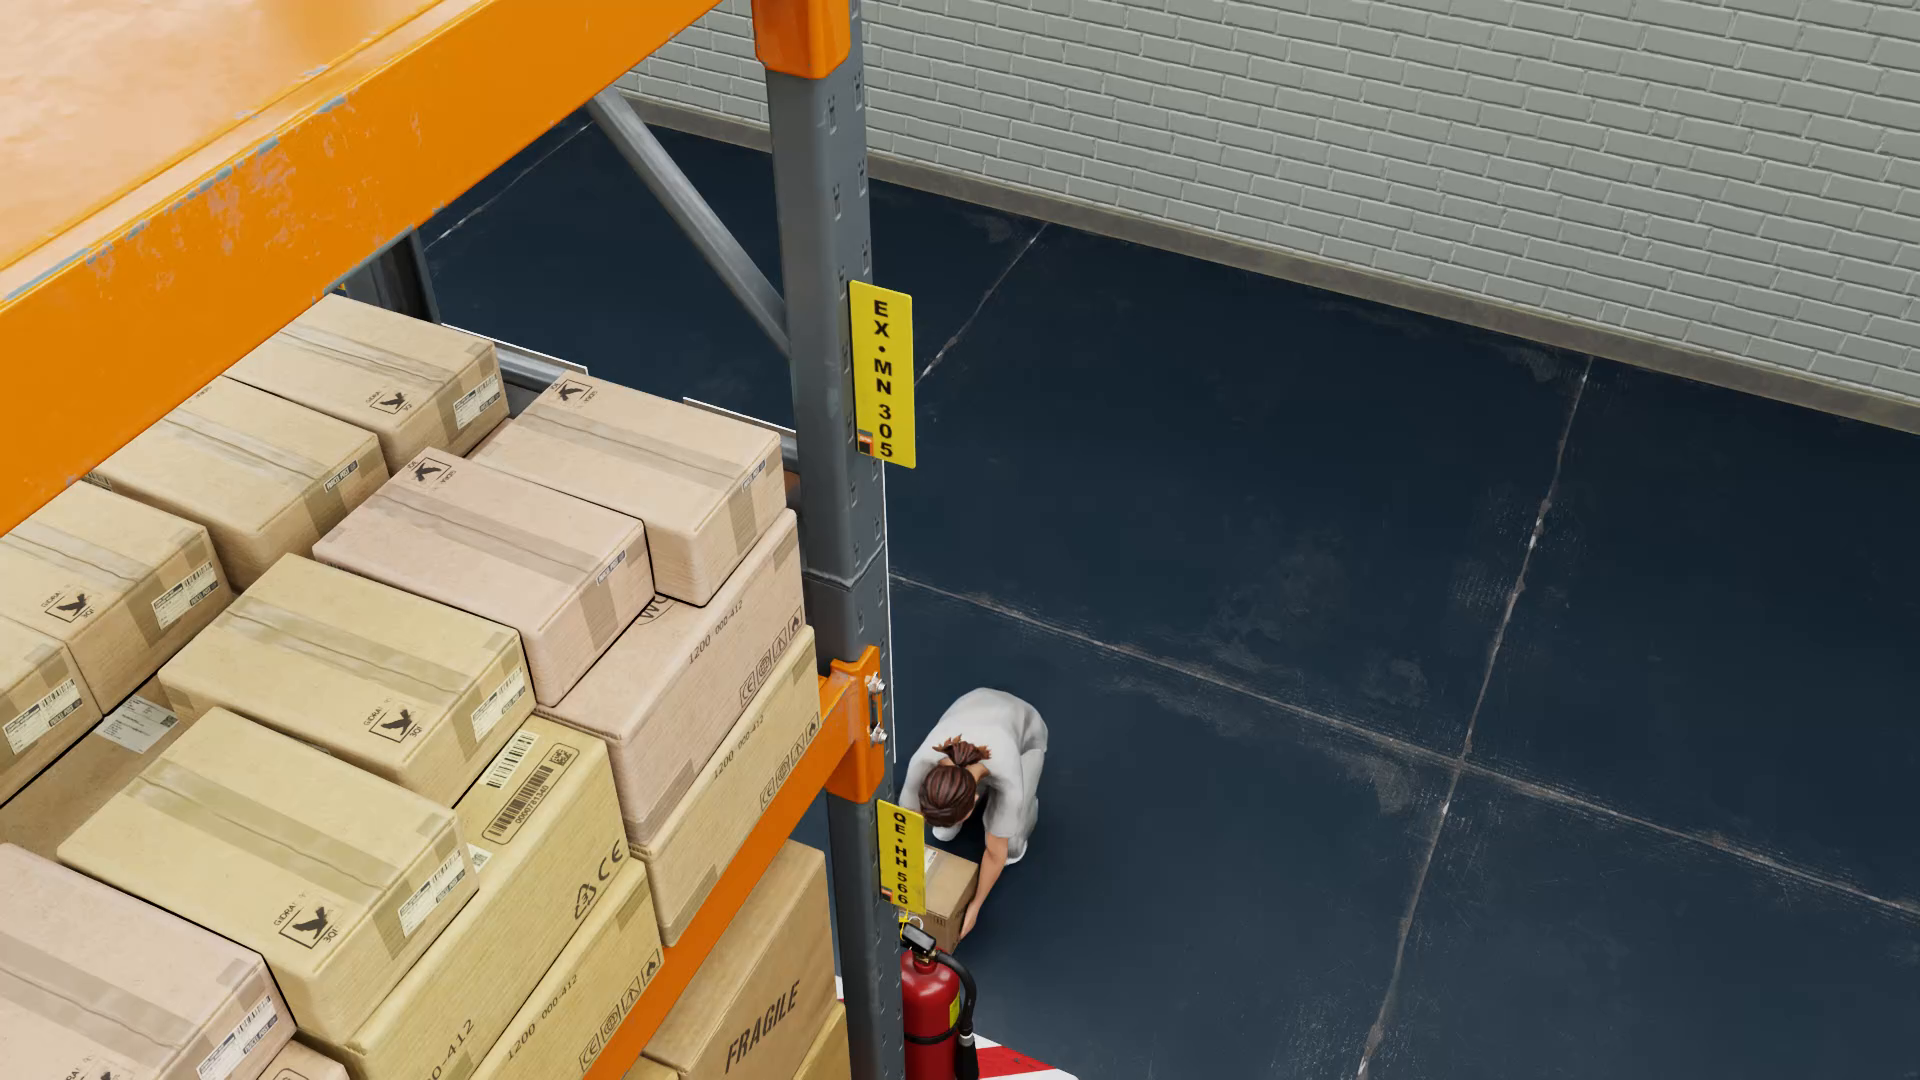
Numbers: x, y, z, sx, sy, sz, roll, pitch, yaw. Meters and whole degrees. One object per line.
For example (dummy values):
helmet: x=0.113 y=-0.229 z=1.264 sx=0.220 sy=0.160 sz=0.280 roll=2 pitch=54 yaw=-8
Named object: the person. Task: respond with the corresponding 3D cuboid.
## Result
person: x=0.047 y=0.866 z=5.864 sx=0.478 sy=0.805 sz=0.804 roll=18 pitch=45 yaw=18
